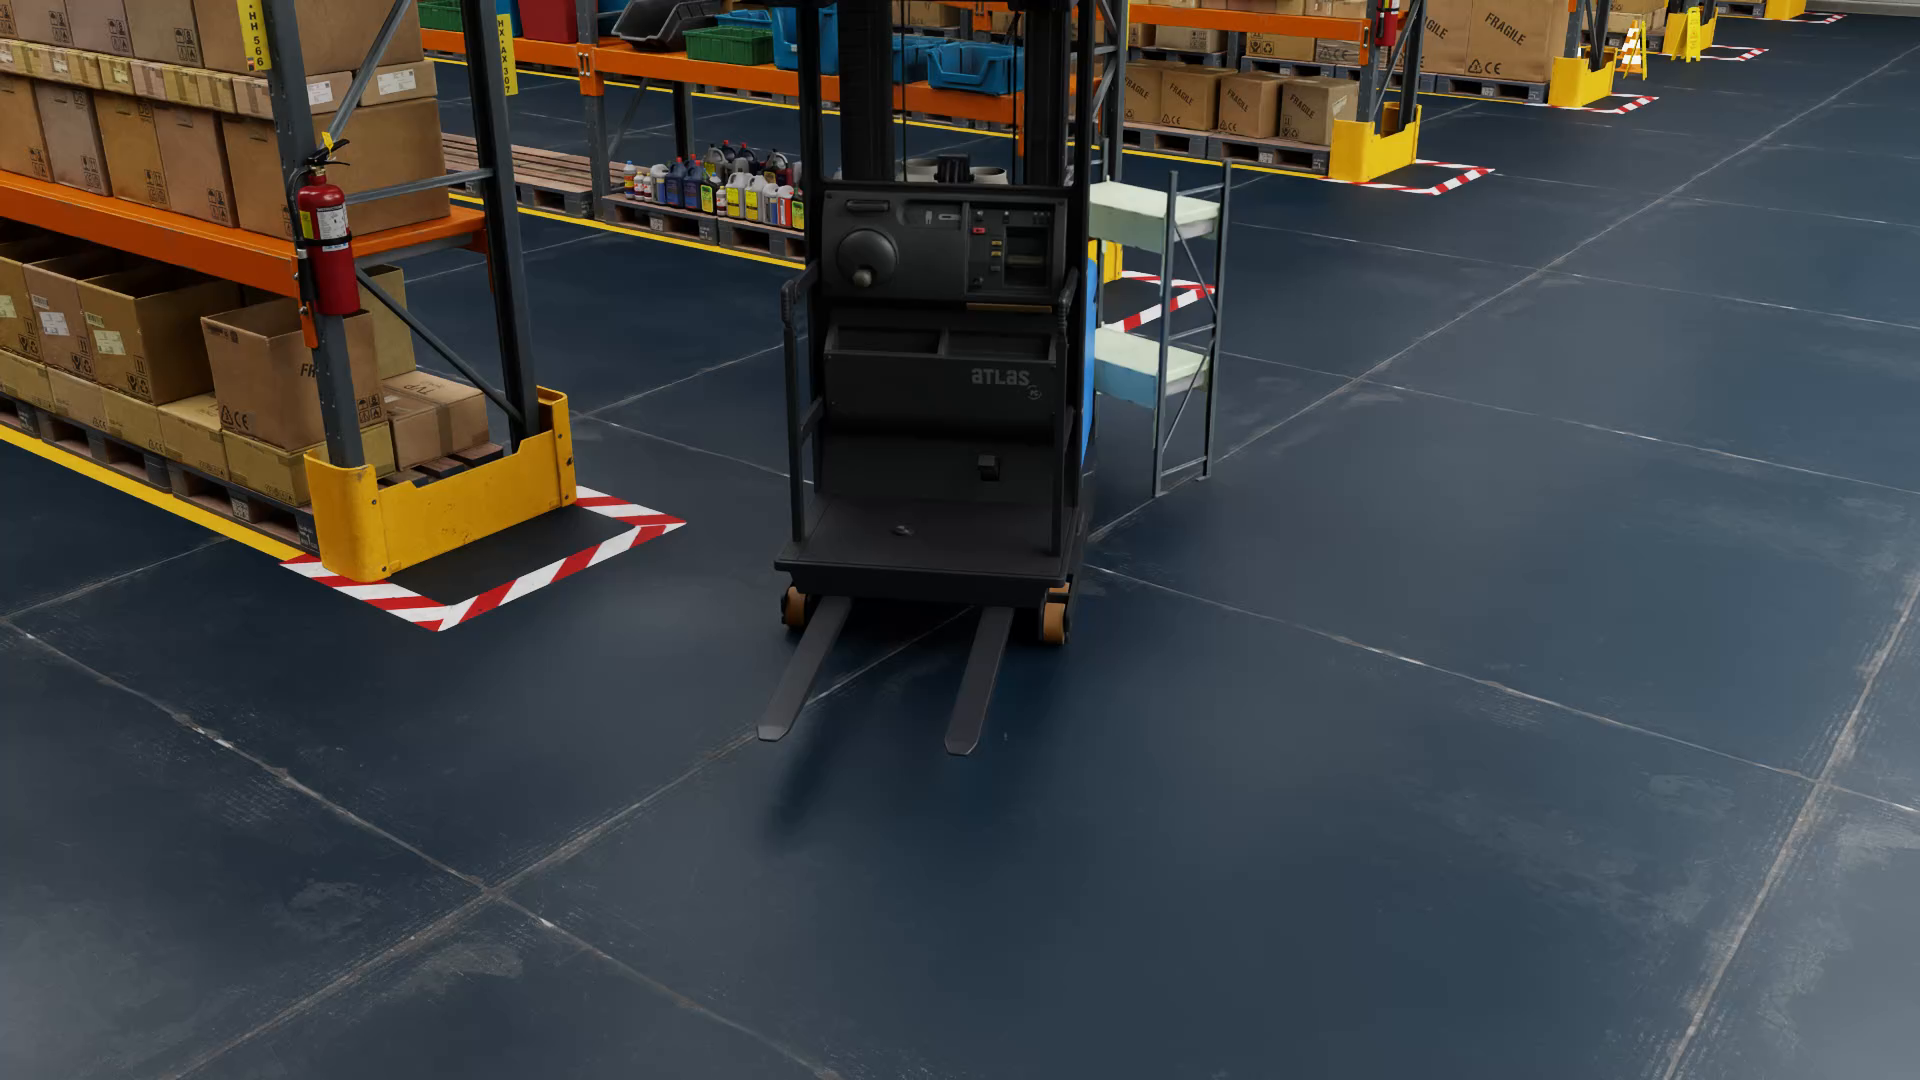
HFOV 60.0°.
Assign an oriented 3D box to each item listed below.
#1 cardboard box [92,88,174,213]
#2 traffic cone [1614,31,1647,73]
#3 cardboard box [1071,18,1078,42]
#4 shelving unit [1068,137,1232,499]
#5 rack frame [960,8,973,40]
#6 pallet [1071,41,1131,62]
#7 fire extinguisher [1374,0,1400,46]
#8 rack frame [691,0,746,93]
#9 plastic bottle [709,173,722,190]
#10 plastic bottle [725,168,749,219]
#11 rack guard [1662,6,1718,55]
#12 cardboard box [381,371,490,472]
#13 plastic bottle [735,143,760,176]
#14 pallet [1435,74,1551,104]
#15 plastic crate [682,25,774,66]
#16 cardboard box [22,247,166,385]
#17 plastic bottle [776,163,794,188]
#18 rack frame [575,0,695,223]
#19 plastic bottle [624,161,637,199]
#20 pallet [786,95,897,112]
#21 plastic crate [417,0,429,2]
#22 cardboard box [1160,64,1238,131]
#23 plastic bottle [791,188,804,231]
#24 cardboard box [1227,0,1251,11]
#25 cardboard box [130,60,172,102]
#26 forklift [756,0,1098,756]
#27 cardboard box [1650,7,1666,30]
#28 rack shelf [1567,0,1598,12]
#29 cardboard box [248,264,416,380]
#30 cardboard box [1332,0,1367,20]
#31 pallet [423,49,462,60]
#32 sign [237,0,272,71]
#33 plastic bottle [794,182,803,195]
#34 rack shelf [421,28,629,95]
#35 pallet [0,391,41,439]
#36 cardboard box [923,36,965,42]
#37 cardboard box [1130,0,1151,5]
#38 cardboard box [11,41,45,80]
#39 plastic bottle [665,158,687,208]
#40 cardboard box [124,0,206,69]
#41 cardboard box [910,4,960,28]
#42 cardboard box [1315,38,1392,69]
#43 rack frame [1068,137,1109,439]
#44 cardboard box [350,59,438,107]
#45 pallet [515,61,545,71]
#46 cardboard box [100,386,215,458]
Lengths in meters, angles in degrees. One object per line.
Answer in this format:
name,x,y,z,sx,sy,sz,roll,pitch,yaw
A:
cardboard box,-3.430,-1.831,7.561,0.500,0.500,0.700,17,29,34
traffic cone,8.129,-5.900,20.067,0.334,0.463,0.336,17,29,33
cardboard box,1.486,-6.902,21.465,0.750,0.750,1.050,17,29,34
shelving unit,0.794,-1.044,7.758,0.431,1.500,0.755,-20,31,-38
rack frame,0.351,-8.126,21.974,0.127,3.000,1.000,17,29,33
pallet,1.909,-6.340,21.378,1.213,0.211,1.003,17,29,33
fire extinguisher,3.512,-4.404,13.622,0.183,0.674,0.296,17,29,33
rack frame,-2.705,-6.551,18.397,0.127,3.000,1.000,17,29,33
plastic bottle,-1.786,-2.540,12.132,0.097,0.271,0.097,0,24,0
plastic bottle,-1.586,-2.497,11.936,0.185,0.351,0.144,17,29,33
rack guard,9.580,-6.688,21.809,0.348,0.500,1.175,17,29,33
cardboard box,-2.543,-0.556,7.681,0.500,0.250,0.500,17,29,33
plastic bottle,-1.633,-2.865,12.773,0.185,0.351,0.144,15,28,31
pallet,6.066,-5.084,18.527,1.213,0.211,1.003,17,29,33
plastic crate,-1.557,-3.469,11.666,0.662,0.188,0.450,17,29,33
cardboard box,-4.063,-1.090,7.963,0.500,0.500,0.500,17,29,33
plastic bottle,-1.310,-2.681,12.438,0.133,0.283,0.061,17,29,33
rack frame,-2.474,-3.985,12.575,0.127,3.000,1.000,17,29,33
plastic bottle,-2.482,-2.720,12.540,0.097,0.271,0.097,0,24,0
pallet,-1.108,-4.790,17.859,1.213,0.211,1.003,17,29,33
plastic crate,-4.566,-4.492,13.646,0.583,0.464,0.402,17,29,33
cardboard box,2.219,-4.112,15.441,0.500,0.500,0.500,20,31,38
plastic bottle,-1.111,-2.301,11.576,0.133,0.283,0.061,18,29,35
cardboard box,2.548,-4.747,14.616,0.250,0.149,0.380,17,29,33
cardboard box,-3.282,-1.980,7.096,0.250,0.149,0.380,17,29,34
forklift,-0.090,-1.091,6.092,1.130,2.935,3.031,3,24,8
cardboard box,9.161,-7.032,22.378,0.500,0.250,0.500,17,29,33
rack shelf,5.152,-6.346,18.826,4.000,0.370,1.077,17,29,33
cardboard box,-2.944,-1.020,7.803,0.500,0.500,0.500,17,29,33
cardboard box,3.345,-4.503,14.062,0.250,0.149,0.380,17,29,33
pallet,-6.467,-6.451,21.629,1.213,0.211,1.003,17,29,33
sign,-2.584,-1.887,6.083,0.005,0.325,0.100,17,29,33
plastic bottle,-1.128,-2.383,11.762,0.133,0.283,0.061,17,29,33
rack shelf,-4.075,-4.140,13.818,4.000,0.370,1.077,17,29,33
pallet,-4.837,-0.906,9.045,1.213,0.211,1.003,17,29,33
cardboard box,-0.353,-4.918,17.245,0.500,0.500,0.700,17,29,33
cardboard box,1.696,-4.961,15.101,0.250,0.149,0.380,17,29,33
cardboard box,-4.108,-2.230,7.662,0.250,0.149,0.380,17,29,33
plastic bottle,-2.077,-2.645,12.273,0.185,0.351,0.144,18,29,35
cardboard box,-3.080,-2.315,7.052,0.500,0.500,0.700,16,28,32
cardboard box,-0.332,-7.249,22.563,0.500,0.500,0.500,17,29,33
cardboard box,4.737,-5.988,19.234,0.875,0.875,0.875,17,29,34
rack frame,0.545,-1.152,8.004,0.400,1.500,0.023,-20,31,-38
cardboard box,-2.432,-1.928,6.977,0.250,0.149,0.380,17,29,33
pallet,-5.243,-6.080,20.786,1.213,0.211,1.003,17,29,33
cardboard box,-3.662,-0.626,7.841,0.500,0.250,0.500,17,29,33
